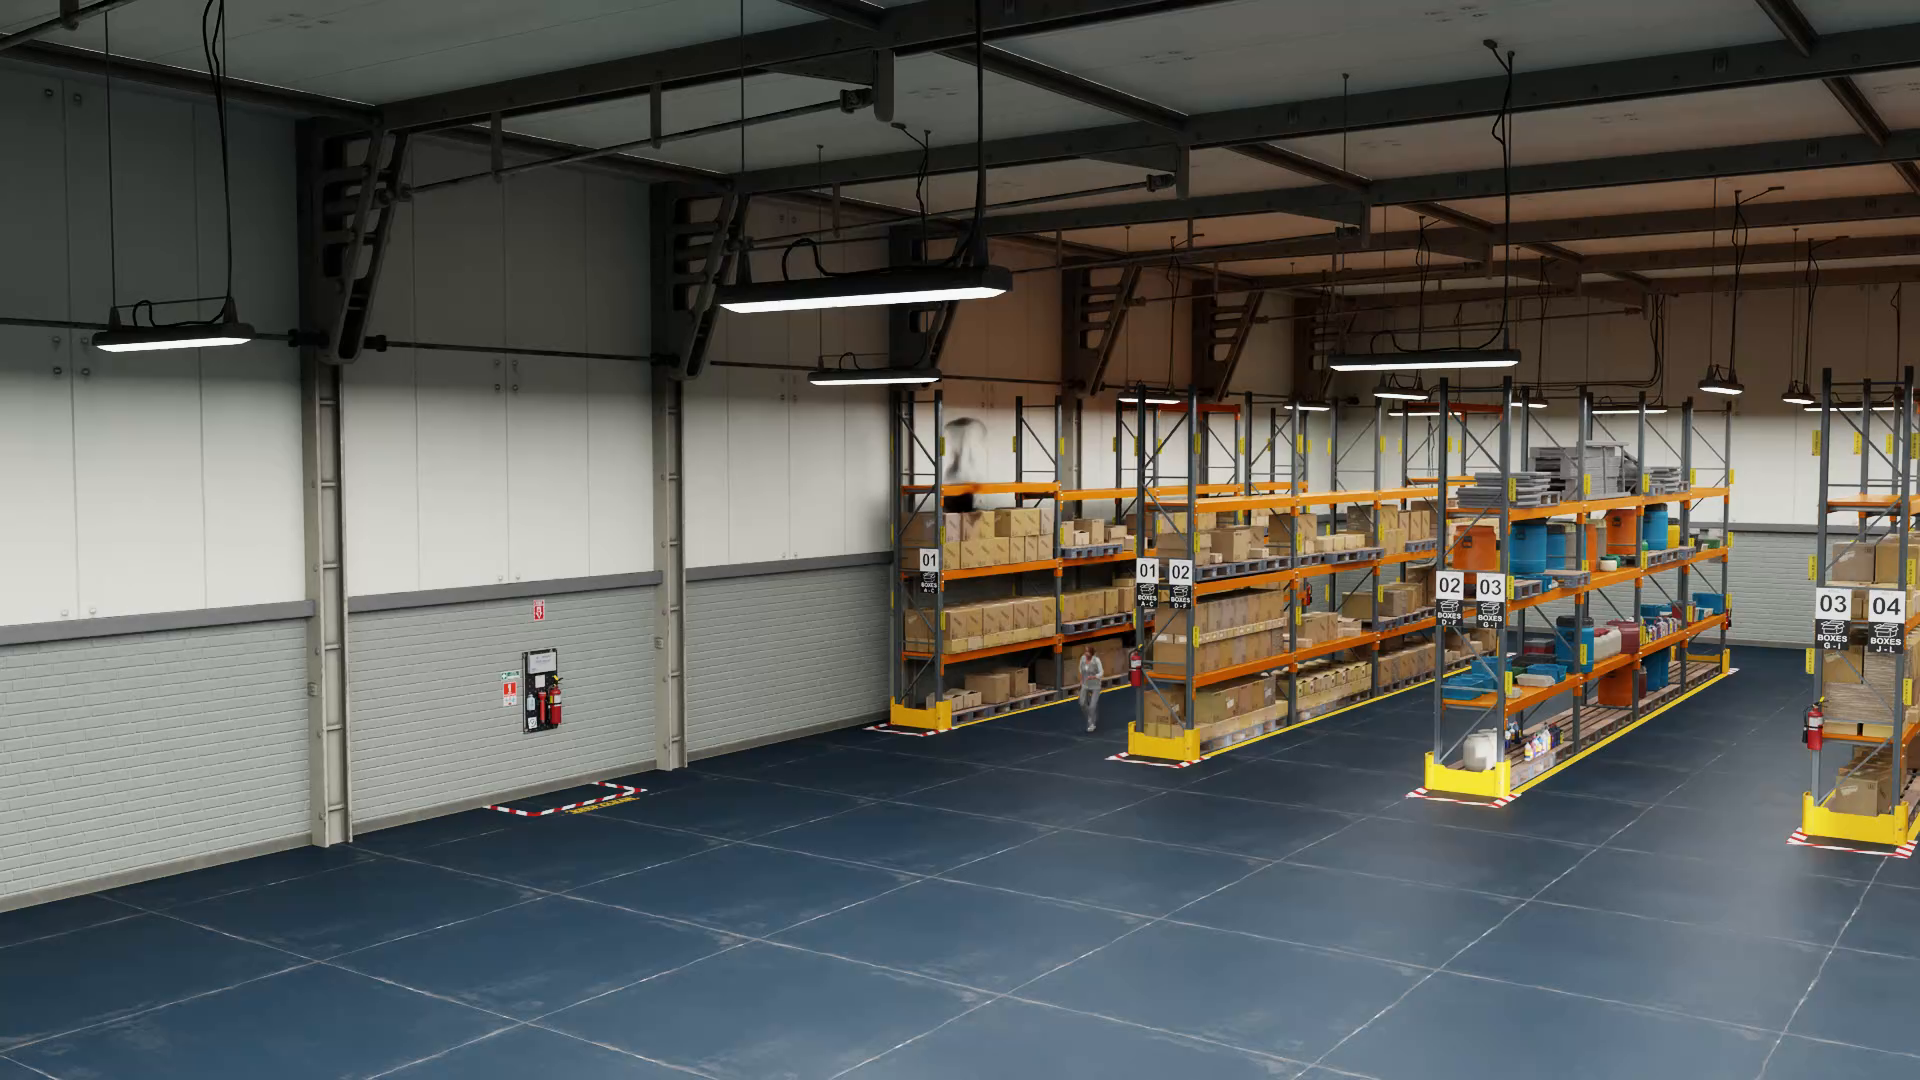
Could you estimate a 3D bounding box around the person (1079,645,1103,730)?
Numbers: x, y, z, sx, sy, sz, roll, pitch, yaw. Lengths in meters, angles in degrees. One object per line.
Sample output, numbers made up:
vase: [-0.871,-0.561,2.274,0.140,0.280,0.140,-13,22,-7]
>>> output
person: [2.268,2.585,29.040,0.504,1.541,0.646,1,3,21]
